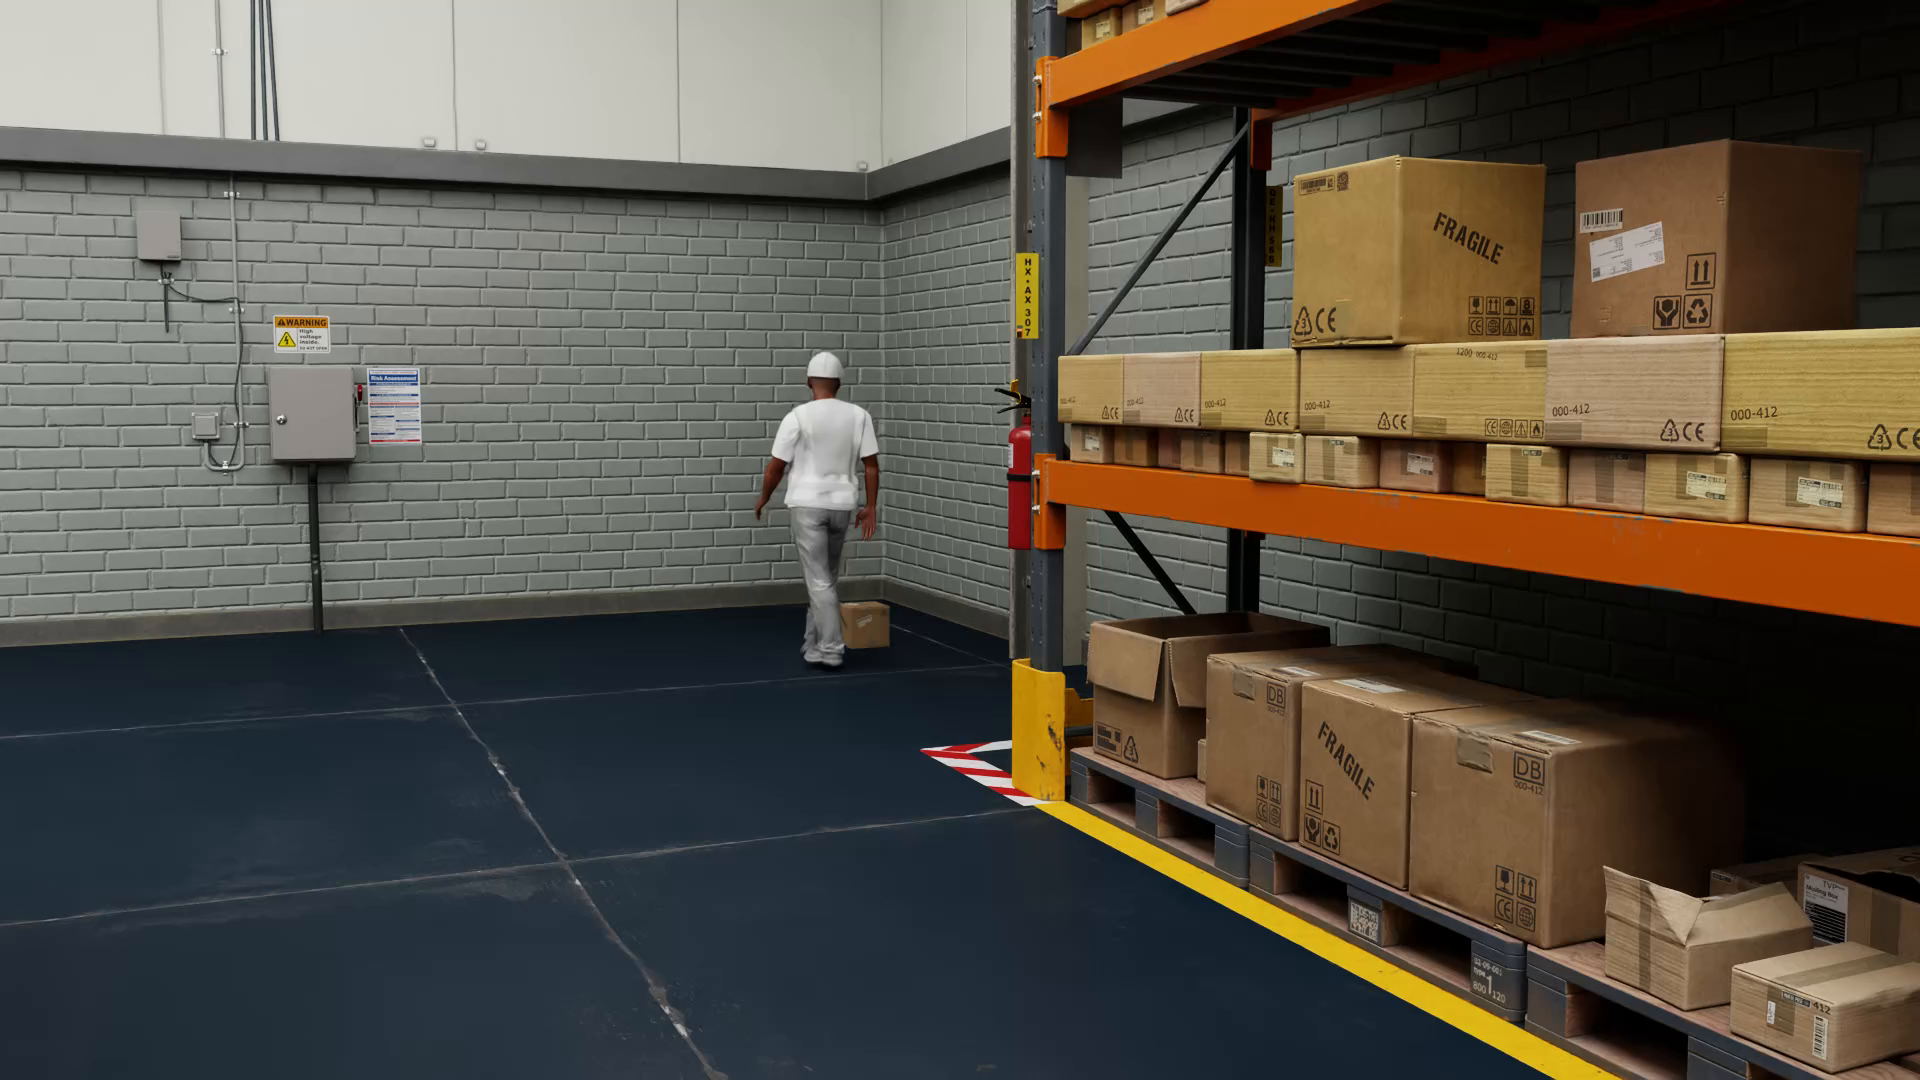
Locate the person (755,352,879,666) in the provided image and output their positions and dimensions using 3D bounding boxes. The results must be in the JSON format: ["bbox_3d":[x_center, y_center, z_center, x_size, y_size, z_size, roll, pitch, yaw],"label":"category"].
[{"bbox_3d":[-0.835,-0.165,9.463,0.593,1.795,0.738,-3,6,-32],"label":"person"}]
